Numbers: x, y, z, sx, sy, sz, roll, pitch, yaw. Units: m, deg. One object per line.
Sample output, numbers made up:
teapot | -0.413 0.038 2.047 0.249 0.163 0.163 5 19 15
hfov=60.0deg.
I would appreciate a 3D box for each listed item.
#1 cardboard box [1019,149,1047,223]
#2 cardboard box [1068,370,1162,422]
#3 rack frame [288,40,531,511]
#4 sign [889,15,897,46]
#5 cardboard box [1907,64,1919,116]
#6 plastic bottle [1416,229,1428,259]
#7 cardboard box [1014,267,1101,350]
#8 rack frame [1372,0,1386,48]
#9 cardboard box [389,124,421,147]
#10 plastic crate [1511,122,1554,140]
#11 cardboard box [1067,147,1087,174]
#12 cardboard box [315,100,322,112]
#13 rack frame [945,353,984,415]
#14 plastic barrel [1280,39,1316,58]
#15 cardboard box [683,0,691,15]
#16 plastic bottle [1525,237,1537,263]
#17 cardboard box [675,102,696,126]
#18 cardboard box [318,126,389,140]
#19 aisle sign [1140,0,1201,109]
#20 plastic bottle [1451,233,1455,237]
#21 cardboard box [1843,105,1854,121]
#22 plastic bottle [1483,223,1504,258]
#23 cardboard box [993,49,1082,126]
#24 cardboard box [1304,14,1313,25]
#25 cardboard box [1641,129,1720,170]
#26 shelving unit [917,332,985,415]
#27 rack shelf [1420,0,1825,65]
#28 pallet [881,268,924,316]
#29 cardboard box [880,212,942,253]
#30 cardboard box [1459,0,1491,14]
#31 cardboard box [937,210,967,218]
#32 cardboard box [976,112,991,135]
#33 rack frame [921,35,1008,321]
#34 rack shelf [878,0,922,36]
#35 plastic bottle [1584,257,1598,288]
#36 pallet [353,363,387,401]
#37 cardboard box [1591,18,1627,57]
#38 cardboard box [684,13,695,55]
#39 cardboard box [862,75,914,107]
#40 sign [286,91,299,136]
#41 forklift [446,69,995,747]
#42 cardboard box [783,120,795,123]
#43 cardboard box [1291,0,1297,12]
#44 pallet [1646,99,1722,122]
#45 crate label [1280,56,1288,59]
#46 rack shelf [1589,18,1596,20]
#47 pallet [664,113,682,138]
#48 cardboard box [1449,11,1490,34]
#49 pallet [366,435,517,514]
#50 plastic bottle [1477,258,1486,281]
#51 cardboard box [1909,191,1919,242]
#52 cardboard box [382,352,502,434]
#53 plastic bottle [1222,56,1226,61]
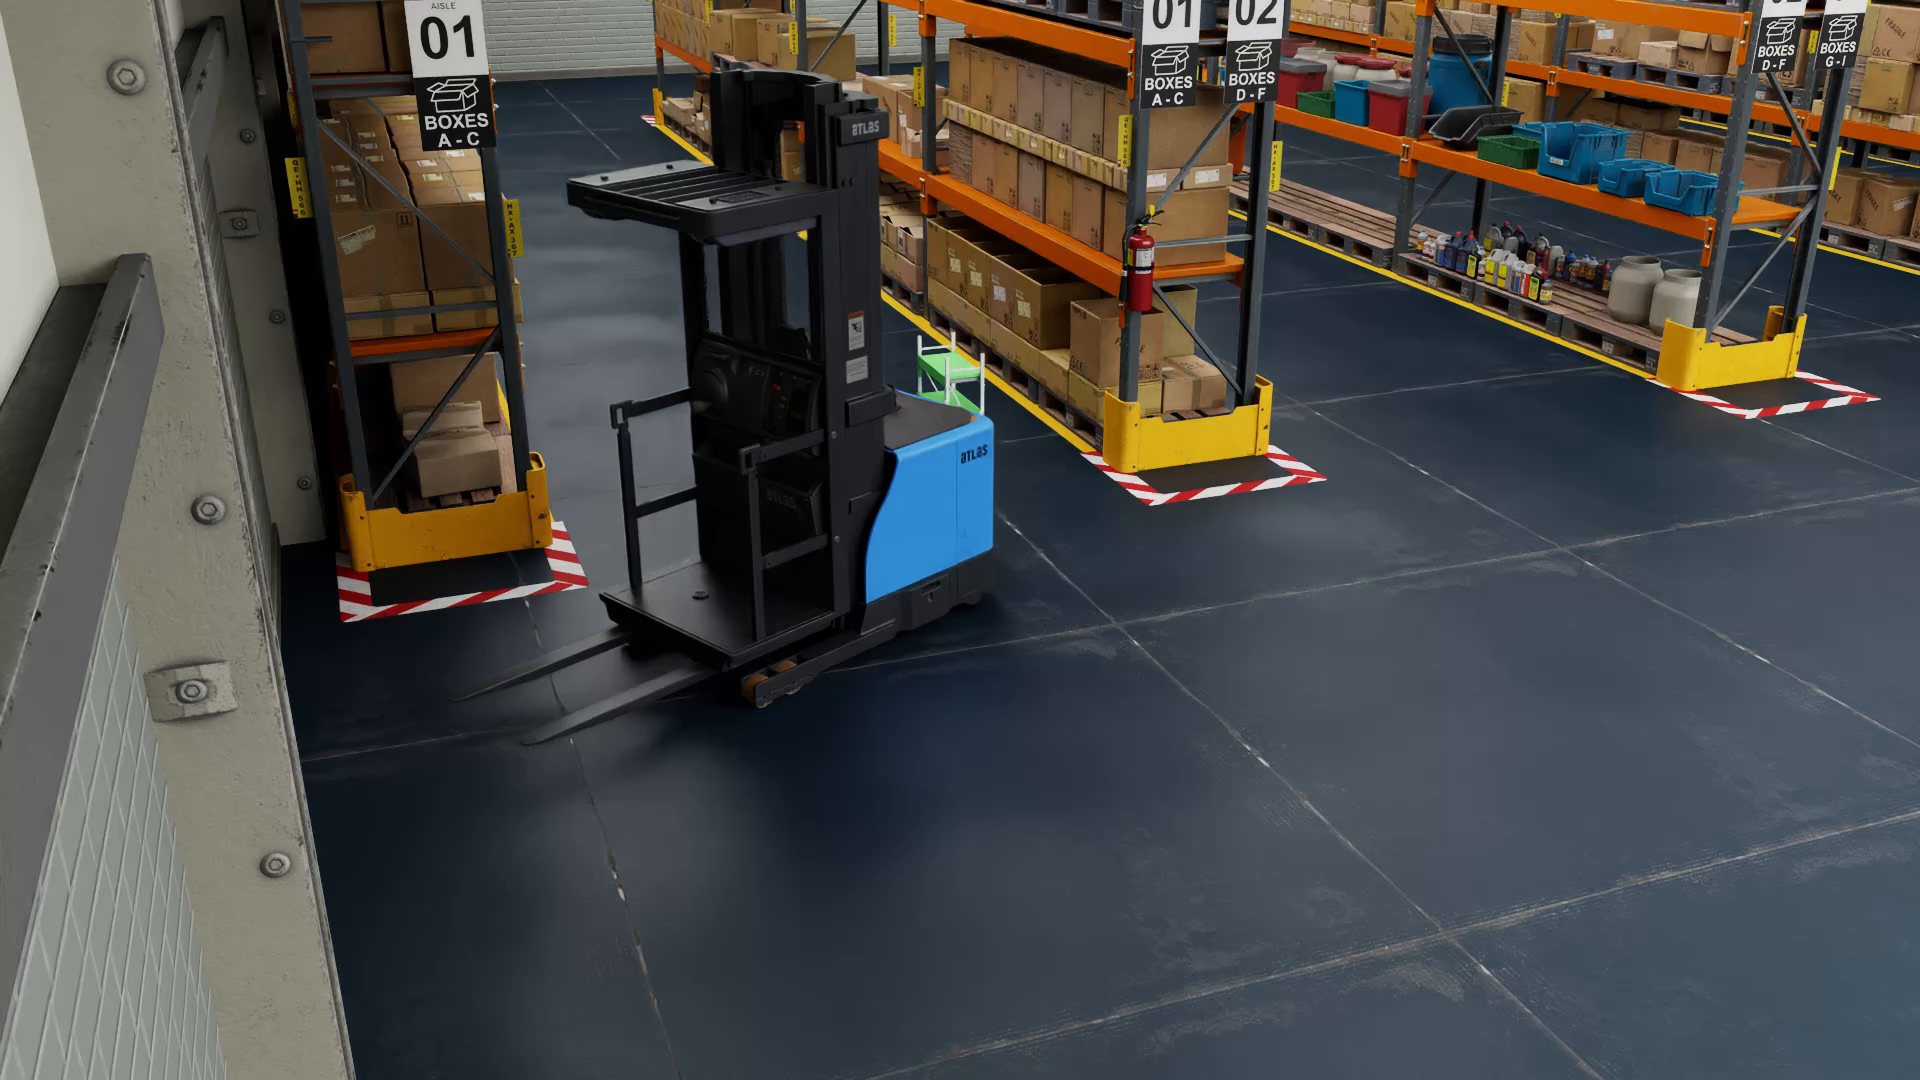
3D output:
cardboard box | 0.870 -2.762 12.812 0.700 0.500 0.500 -8 24 -17
cardboard box | 1.107 -1.063 11.909 0.500 0.250 0.500 -8 24 -19
rack frame | -3.061 -1.301 9.475 1.000 3.000 0.127 -8 24 -19
sign | -0.736 -5.500 17.946 0.100 0.325 0.005 -8 24 -19
cardboard box | 9.944 -4.450 16.435 0.875 0.500 0.500 -8 24 -19
plastic bottle | 4.497 -2.883 16.175 0.097 0.271 0.097 0 23 0
cardboard box | 0.738 -1.770 12.620 0.500 0.500 0.500 -8 24 -19
rack frame | 6.602 -7.700 24.657 1.000 3.000 0.127 -8 24 -19
cardboard box | -3.836 -2.730 12.068 0.500 0.500 0.500 -8 24 -19
plastic crate | 5.440 -3.680 15.312 0.499 0.251 0.616 -8 24 -19
cardboard box | 0.988 -2.719 11.876 0.380 0.149 0.250 -8 24 -18
cardboard box | -6.300 -4.536 16.612 0.500 0.500 0.500 -8 24 -19
rack frame | 0.028 -0.524 9.949 0.240 1.200 0.015 -8 24 -19
plastic barrel | 3.829 -5.503 19.269 0.600 0.536 0.708 -8 24 -19
cardboard box | -3.449 -7.366 22.449 0.500 0.500 0.500 -8 24 -19
plastic bottle | 5.456 -2.747 15.837 0.061 0.283 0.133 -7 24 -15
cardboard box | -3.800 -6.132 23.910 0.500 0.250 0.500 -8 24 -19
cardboard box | -4.324 -2.652 11.883 0.500 0.500 0.500 -8 24 -19
aisle sign | 1.321 -3.116 10.434 0.394 0.787 0.004 -8 24 -19
plastic bottle | 4.736 -2.790 15.938 0.061 0.283 0.133 -8 24 -19
cardboard box | 9.299 -4.466 17.307 0.380 0.149 0.250 -8 24 -19
plastic bottle | 5.157 -2.882 16.069 0.144 0.351 0.185 -8 24 -19
cardboard box | 0.678 -3.554 13.020 0.700 0.500 0.500 -8 24 -19
cardboard box | 5.645 -8.210 26.190 0.380 0.149 0.250 -8 24 -18
cardboard box | 8.685 -4.652 20.077 0.700 0.500 0.500 -6 24 -15
shelving unit | -0.058 -0.613 10.160 0.258 1.200 0.503 -8 24 -19
rack shelf | 5.501 -4.438 13.981 1.077 0.370 4.000 -8 24 -19
pallet | -0.137 -2.413 15.703 1.003 0.211 1.213 -8 24 -19
cardboard box | -0.442 -2.916 15.585 0.500 0.311 0.500 -8 24 -18
cardboard box | 7.301 -7.503 22.769 0.797 0.503 0.637 -8 24 -17
cardboard box | 0.074 -2.987 15.753 0.500 0.311 0.500 -9 24 -20
cardboard box | 0.349 -3.377 13.435 0.380 0.149 0.250 -9 24 -19
rack frame | 0.159 -3.436 14.539 1.000 3.000 0.127 -8 24 -19
rack shelf | -0.547 -5.213 15.820 1.077 0.370 4.000 -8 24 -19
plastic bottle | 5.738 -2.432 15.104 0.097 0.271 0.097 0 23 0
pallet | -4.203 -1.230 12.897 1.003 0.211 1.213 -8 24 -19
cardboard box | 8.243 -6.296 20.656 0.500 0.500 0.500 -12 25 -25
cardboard box | -3.450 -6.908 22.650 0.500 0.500 0.500 -8 24 -18
cardboard box | -0.646 -4.328 16.527 0.500 0.500 0.500 -10 25 -22
sign | -4.992 -3.211 12.515 0.100 0.325 0.005 -8 24 -19
forklift | -1.171 -0.739 8.229 1.130 2.935 3.031 20 30 39
cardboard box | -2.193 -4.984 19.899 0.500 0.250 0.500 -9 24 -20
cardboard box | 5.470 -8.639 26.695 0.500 0.250 0.500 -9 25 -21
pallet | 11.554 -6.776 26.056 1.003 0.211 1.213 -8 24 -19
crate label | 3.480 -5.185 18.645 0.502 0.435 0.616 -8 24 -19
rack shelf | 10.571 -8.739 28.049 1.077 0.370 4.000 -8 24 -19
pallet | -3.771 -6.193 24.673 1.003 0.211 1.213 -8 24 -19
cardboard box | 7.073 -6.993 22.852 0.500 0.500 0.500 -8 24 -18
pallet | -3.341 -0.344 10.794 1.003 0.211 1.213 -8 24 -19
plastic bottle | 4.836 -2.502 15.361 0.097 0.201 0.097 0 23 0
cardboard box | 10.034 -3.262 16.806 0.500 0.500 0.500 -11 25 -24
cardboard box | -3.635 -1.096 11.641 0.700 0.500 0.500 -10 25 -22
plastic bottle | 3.295 -5.915 20.588 0.097 0.271 0.097 0 23 0
